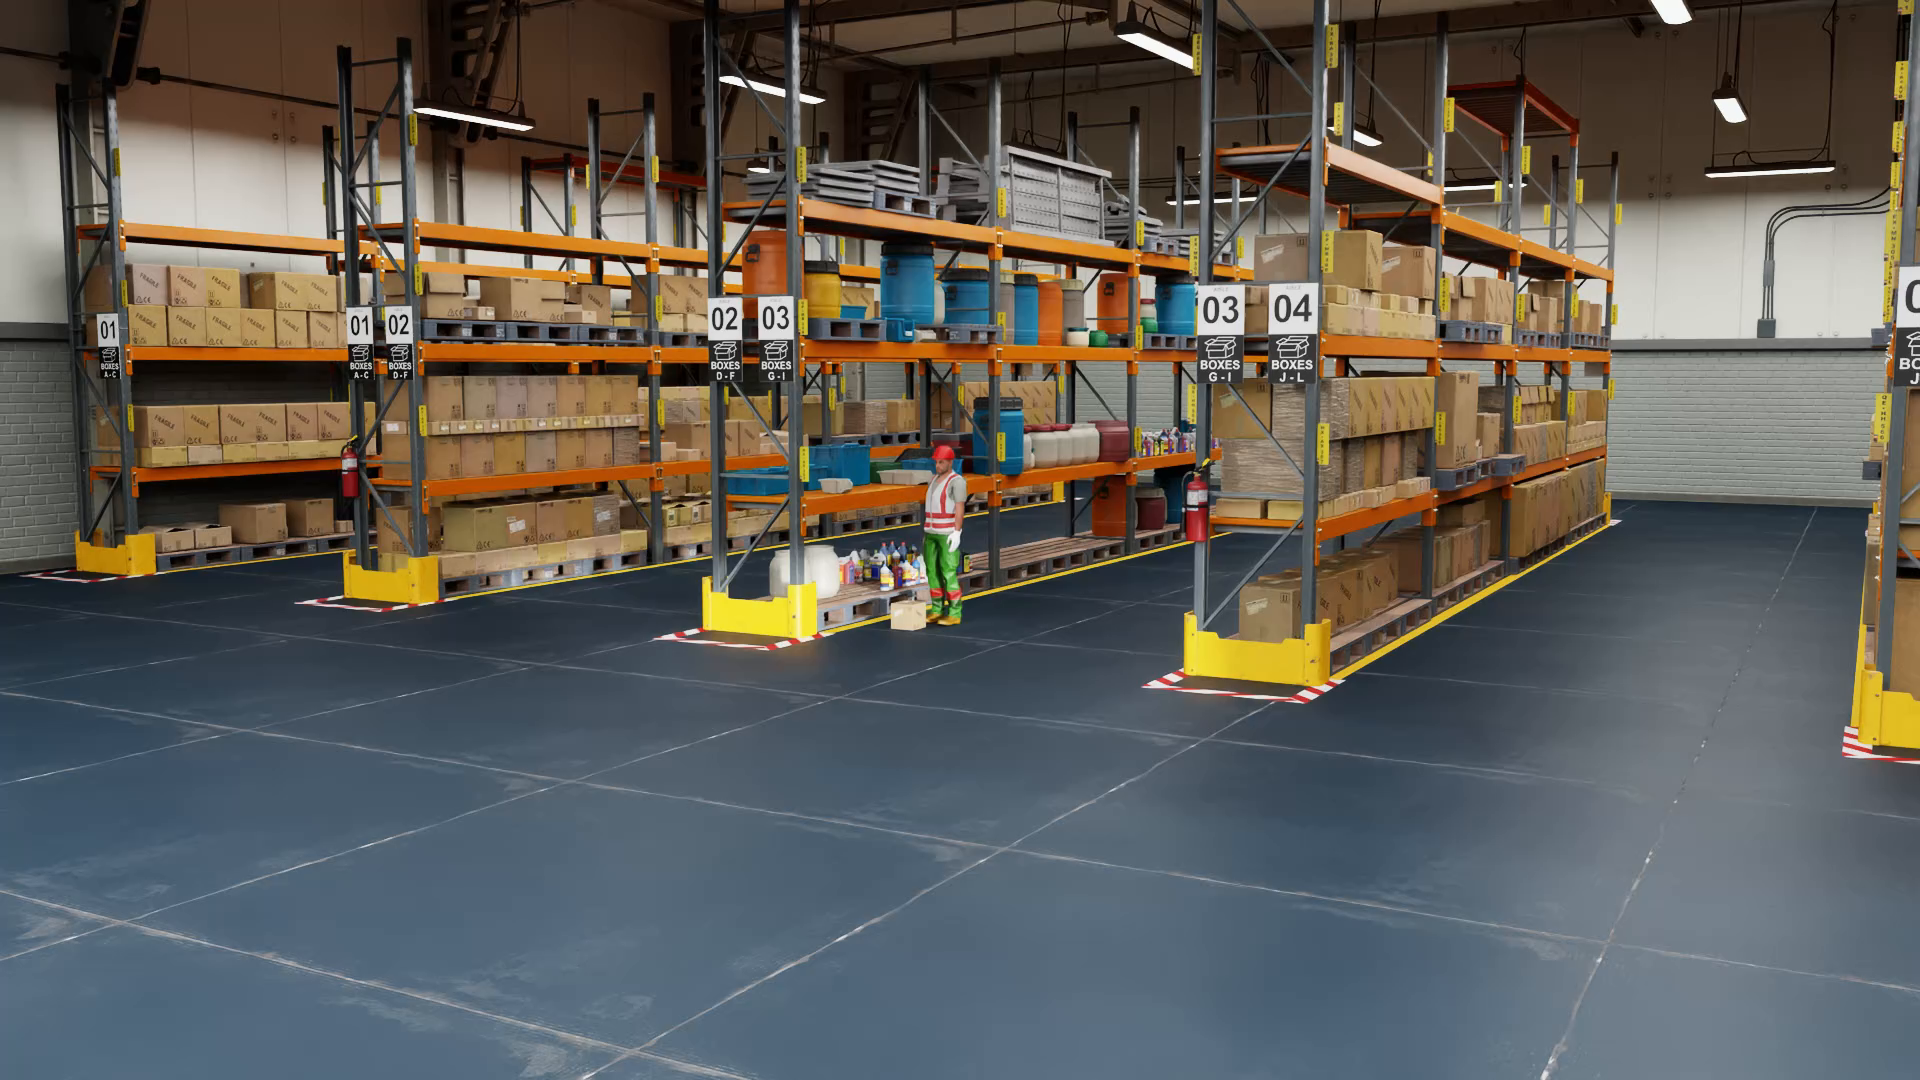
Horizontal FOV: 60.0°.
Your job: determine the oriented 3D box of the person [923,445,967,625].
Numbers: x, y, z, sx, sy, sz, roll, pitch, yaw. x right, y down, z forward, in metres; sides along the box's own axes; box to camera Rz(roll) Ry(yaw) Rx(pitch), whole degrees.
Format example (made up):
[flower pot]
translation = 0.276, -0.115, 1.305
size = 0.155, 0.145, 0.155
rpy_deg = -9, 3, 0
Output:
[person]
translation = -0.162, -0.052, 16.503
size = 0.344, 1.780, 0.526
rpy_deg = -5, 8, -41
